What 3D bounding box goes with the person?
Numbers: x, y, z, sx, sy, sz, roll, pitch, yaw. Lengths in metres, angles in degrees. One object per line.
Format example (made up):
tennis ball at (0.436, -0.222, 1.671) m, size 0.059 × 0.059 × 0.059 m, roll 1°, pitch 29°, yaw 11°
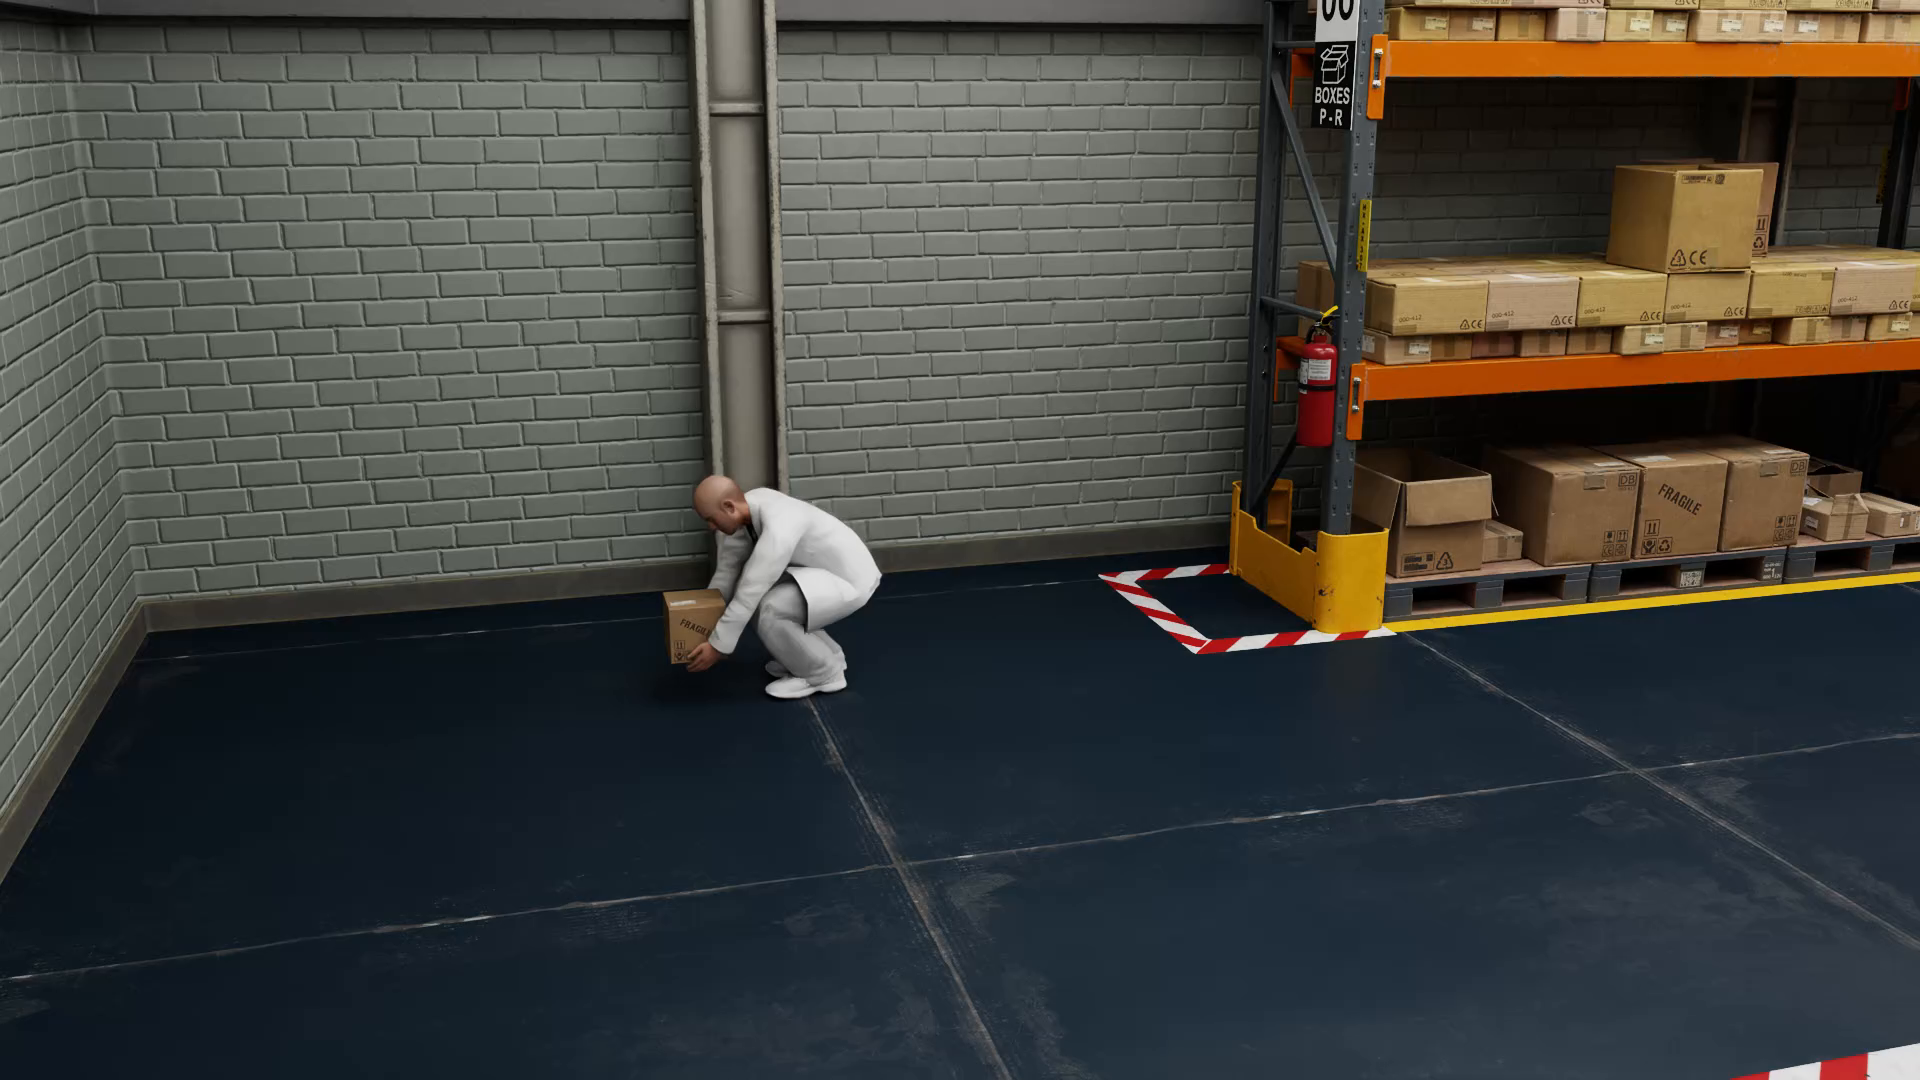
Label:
person at (-0.795, 0.180, 7.339) m, size 0.912 × 1.010 × 0.611 m, roll -4°, pitch 16°, yaw -15°
